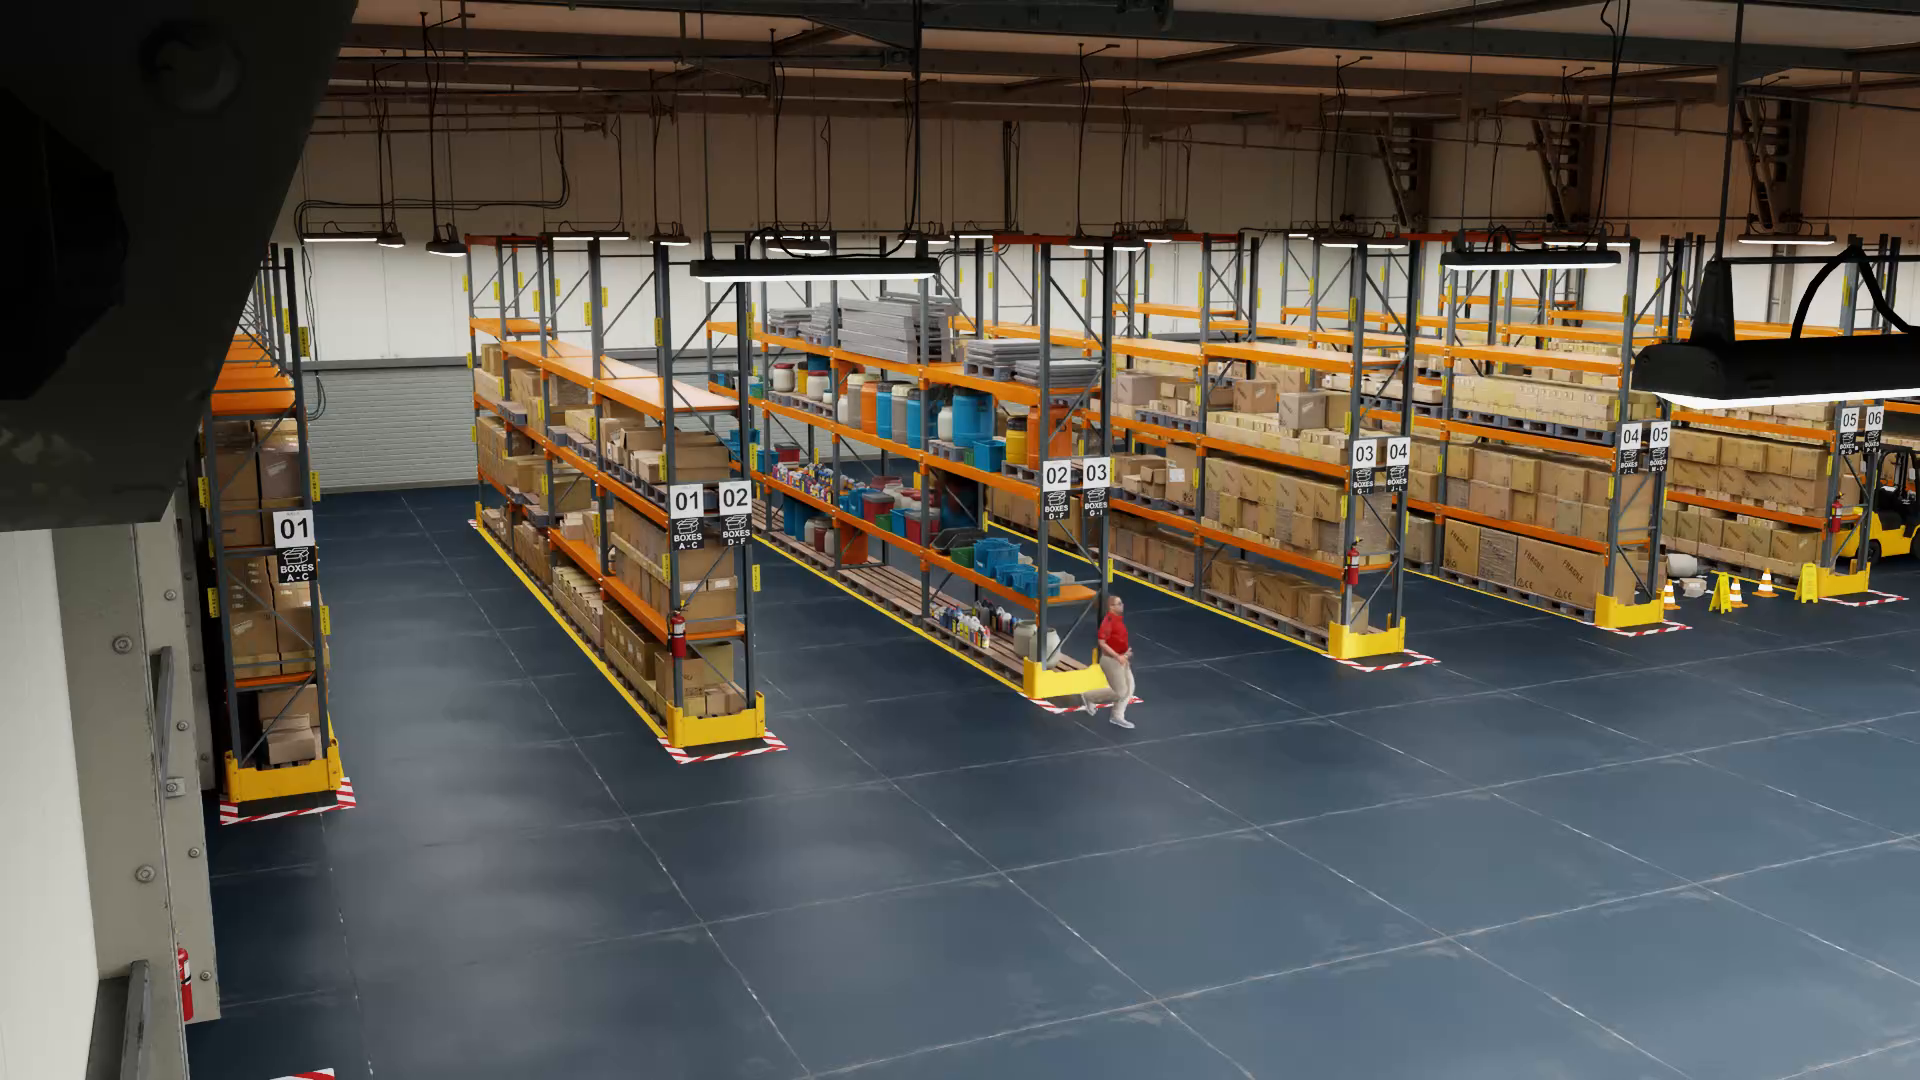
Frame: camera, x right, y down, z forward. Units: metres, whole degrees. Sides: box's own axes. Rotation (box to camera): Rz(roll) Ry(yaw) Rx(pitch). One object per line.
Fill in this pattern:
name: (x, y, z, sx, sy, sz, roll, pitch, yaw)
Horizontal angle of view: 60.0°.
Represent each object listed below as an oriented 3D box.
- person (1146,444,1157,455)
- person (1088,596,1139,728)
person: (4.854, -2.515, 41.652, 0.542, 1.720, 0.755, 7, 13, 33)
person: (1.930, 1.527, 20.916, 0.601, 1.693, 0.678, 3, 11, 15)
